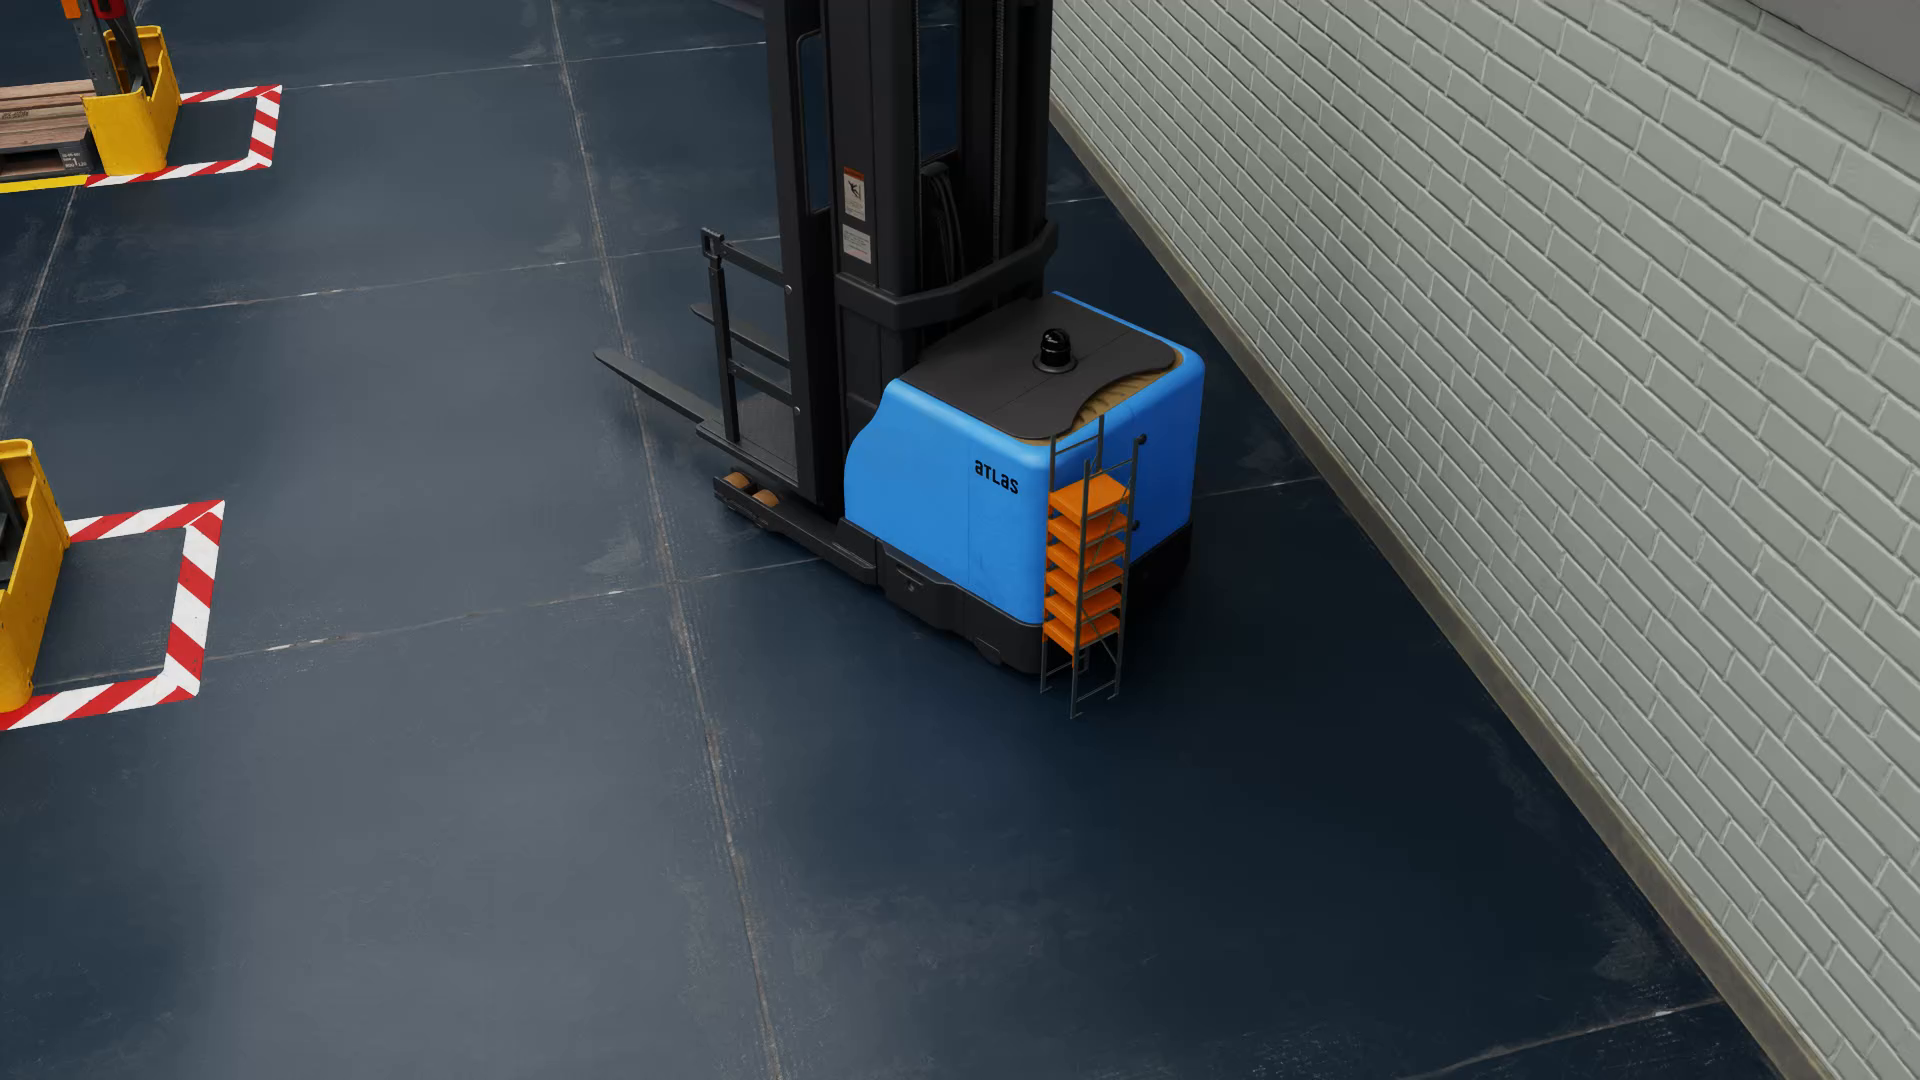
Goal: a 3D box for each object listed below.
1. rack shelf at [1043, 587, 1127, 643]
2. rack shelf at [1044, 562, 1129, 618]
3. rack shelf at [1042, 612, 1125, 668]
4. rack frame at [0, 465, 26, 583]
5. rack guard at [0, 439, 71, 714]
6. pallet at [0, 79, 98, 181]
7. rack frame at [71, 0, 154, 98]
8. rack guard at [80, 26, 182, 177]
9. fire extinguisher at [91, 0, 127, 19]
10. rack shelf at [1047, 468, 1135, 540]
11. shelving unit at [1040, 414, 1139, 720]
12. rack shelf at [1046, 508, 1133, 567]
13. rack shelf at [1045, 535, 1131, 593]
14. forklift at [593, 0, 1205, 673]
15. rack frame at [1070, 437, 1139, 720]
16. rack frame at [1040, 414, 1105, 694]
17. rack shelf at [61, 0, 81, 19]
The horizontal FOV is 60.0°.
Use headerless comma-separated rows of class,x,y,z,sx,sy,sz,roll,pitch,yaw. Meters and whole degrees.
rack shelf,0.466,0.252,6.204,0.258,0.103,0.180,-24,44,-28
rack shelf,0.466,0.156,6.131,0.258,0.103,0.180,-24,44,-28
rack shelf,0.466,0.347,6.277,0.258,0.103,0.180,-24,44,-28
rack frame,-3.930,-0.854,5.898,0.127,3.000,1.000,-9,38,-12
rack guard,-3.907,0.135,6.662,0.348,0.500,1.175,-9,38,-12
pallet,-6.028,-2.544,10.402,1.213,0.211,1.003,-9,38,-12
rack frame,-5.221,-3.759,9.695,0.127,3.000,1.000,-9,38,-12
rack guard,-5.201,-2.778,10.470,0.348,0.500,1.175,-9,38,-12
fire extinguisher,-4.957,-3.338,9.515,0.183,0.674,0.296,-9,38,-12
rack shelf,0.466,-0.130,5.913,0.258,0.103,0.180,-24,44,-28
shelving unit,0.466,0.121,6.104,0.258,1.200,0.189,-24,44,-28
rack shelf,0.466,-0.034,5.985,0.258,0.103,0.180,-24,44,-28
rack shelf,0.466,0.061,6.058,0.258,0.103,0.180,-24,44,-28
forklift,-0.454,-1.423,6.697,3.031,2.935,1.130,30,46,33
rack frame,0.520,0.166,6.046,0.240,1.200,0.006,-24,44,-28
rack frame,0.411,0.076,6.163,0.240,1.200,0.006,-24,44,-28
rack shelf,-7.152,-3.157,9.500,4.000,0.370,1.077,-9,38,-12
